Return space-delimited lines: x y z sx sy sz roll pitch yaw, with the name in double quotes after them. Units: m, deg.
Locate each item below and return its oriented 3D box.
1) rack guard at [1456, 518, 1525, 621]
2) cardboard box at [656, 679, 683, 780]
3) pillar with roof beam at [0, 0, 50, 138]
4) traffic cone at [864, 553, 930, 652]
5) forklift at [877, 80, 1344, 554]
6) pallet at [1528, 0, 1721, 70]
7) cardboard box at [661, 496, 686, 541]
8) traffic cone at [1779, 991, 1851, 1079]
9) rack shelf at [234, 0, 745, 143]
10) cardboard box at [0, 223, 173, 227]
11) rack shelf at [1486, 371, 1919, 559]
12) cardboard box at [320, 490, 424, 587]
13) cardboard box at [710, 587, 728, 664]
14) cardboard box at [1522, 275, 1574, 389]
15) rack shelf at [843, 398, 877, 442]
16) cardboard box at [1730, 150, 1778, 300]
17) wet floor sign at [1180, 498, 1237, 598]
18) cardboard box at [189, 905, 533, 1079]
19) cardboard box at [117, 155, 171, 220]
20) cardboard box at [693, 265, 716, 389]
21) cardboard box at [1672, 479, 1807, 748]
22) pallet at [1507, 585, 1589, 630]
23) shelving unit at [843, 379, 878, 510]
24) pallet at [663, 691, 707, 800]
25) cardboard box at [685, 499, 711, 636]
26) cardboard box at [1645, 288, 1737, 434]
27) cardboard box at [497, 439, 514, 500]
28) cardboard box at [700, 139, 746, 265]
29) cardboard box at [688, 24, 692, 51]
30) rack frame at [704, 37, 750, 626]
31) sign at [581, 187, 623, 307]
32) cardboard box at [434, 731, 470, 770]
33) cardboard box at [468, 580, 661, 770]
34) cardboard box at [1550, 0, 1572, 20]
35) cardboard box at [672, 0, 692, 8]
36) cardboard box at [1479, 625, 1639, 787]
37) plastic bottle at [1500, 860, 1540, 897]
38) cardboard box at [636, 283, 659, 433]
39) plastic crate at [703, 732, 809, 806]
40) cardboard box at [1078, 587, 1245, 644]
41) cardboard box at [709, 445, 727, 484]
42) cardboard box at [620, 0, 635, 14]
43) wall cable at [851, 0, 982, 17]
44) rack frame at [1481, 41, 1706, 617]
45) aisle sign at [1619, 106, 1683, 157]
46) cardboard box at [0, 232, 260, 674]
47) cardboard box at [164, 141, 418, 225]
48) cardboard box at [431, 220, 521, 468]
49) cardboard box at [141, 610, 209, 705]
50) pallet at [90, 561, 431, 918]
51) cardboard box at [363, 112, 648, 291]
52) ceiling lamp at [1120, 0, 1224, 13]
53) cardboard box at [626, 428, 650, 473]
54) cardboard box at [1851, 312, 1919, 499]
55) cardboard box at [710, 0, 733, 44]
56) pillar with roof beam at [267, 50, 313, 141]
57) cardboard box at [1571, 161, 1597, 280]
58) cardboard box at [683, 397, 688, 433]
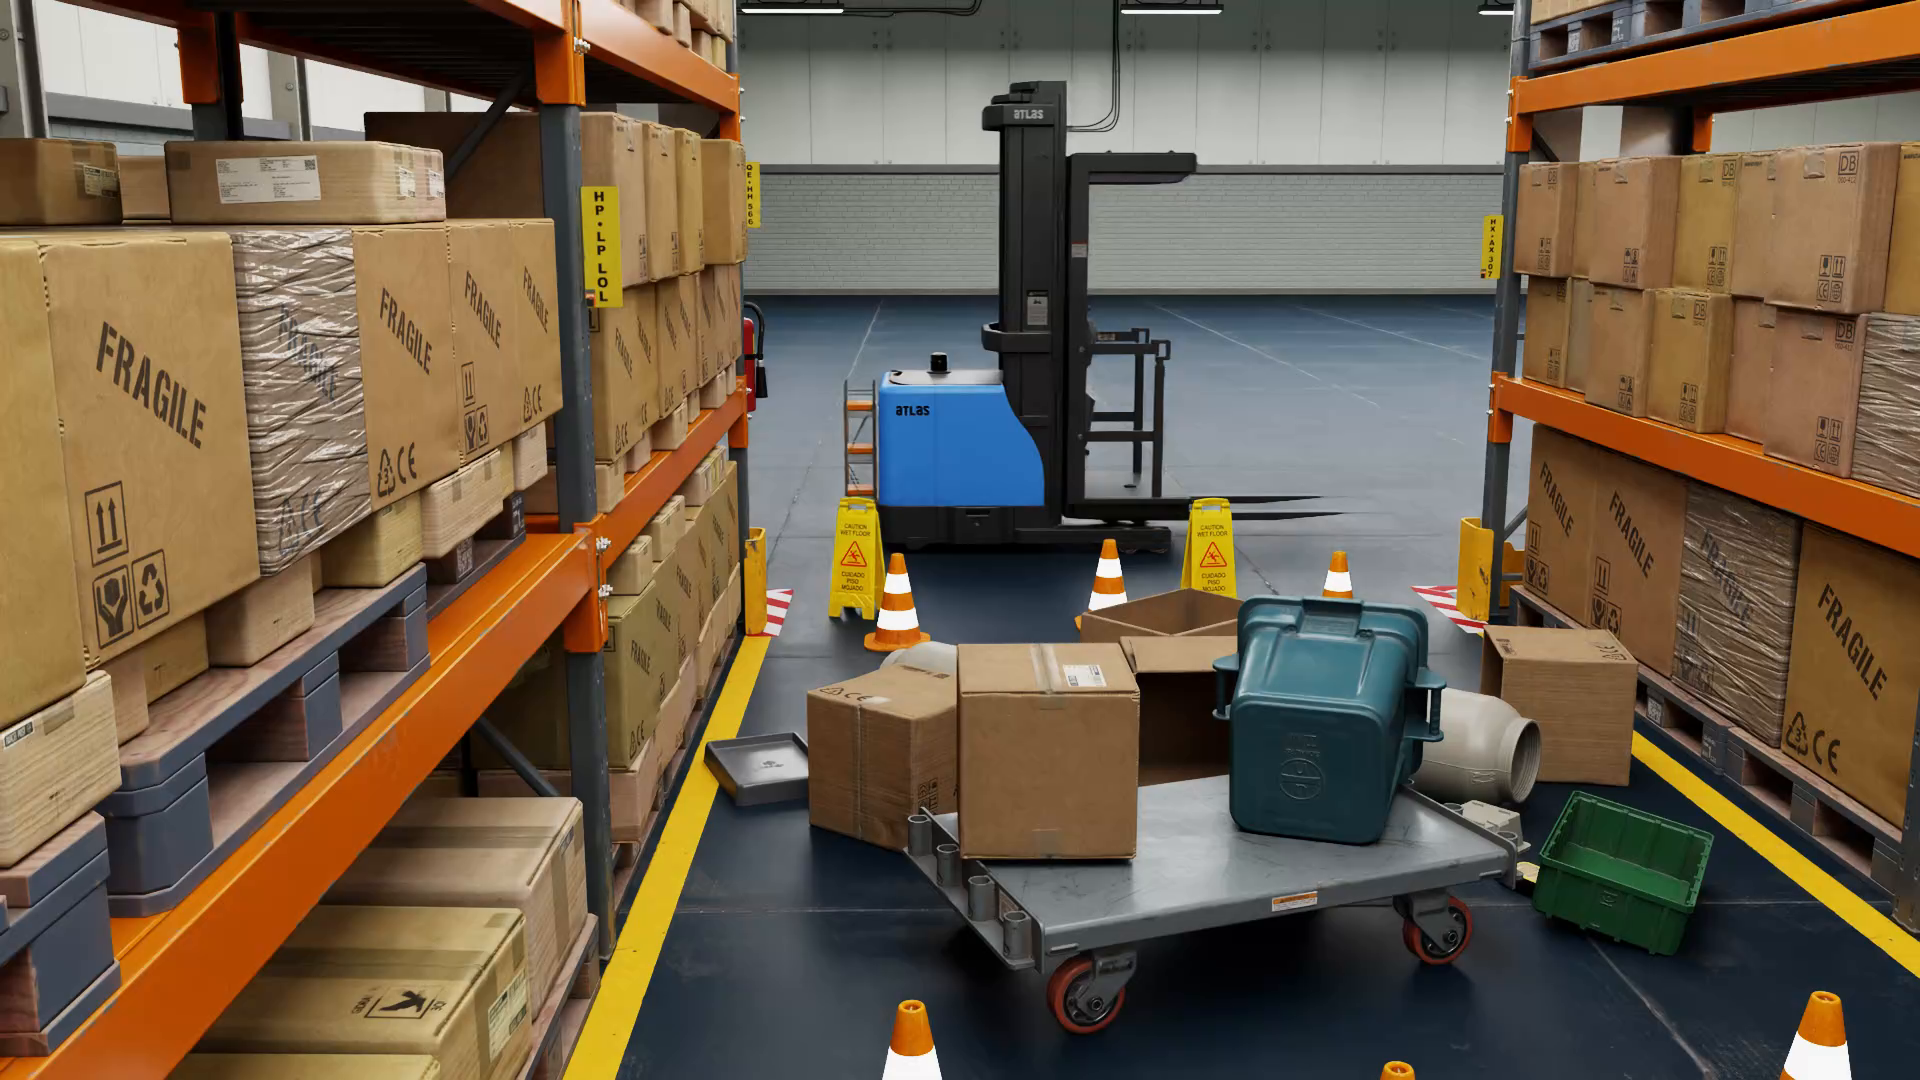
3.329 0.154 9.043 1.175 0.500 0.348 0 11 -1 "rack guard"
-1.299 0.686 5.991 0.500 0.250 0.500 0 11 2 "cardboard box"
-3.287 -5.013 13.137 9.100 9.000 0.400 0 11 -1 "pillar with roof beam"
-0.319 0.297 8.429 0.336 0.463 0.334 0 11 -1 "traffic cone"
0.977 -1.455 10.857 3.031 2.935 1.130 0 11 -1 "forklift"
3.355 -2.346 7.755 1.003 0.211 1.213 0 11 -1 "pallet"
-1.241 -0.074 6.220 0.380 0.149 0.250 0 11 2 "cardboard box"
1.930 1.245 3.760 0.336 0.463 0.334 0 11 -1 "traffic cone"
-1.576 -1.746 6.386 1.077 0.370 4.000 0 11 -1 "rack shelf"
-1.804 -0.339 3.131 0.500 0.500 0.500 0 11 -1 "cardboard box"
3.371 -0.316 6.883 1.077 0.370 4.000 0 11 -1 "rack shelf"
-1.242 -0.010 3.138 0.380 0.149 0.250 0 11 -1 "cardboard box"
-1.329 0.378 7.509 0.500 0.250 0.500 0 11 -1 "cardboard box"
3.382 -1.066 8.394 0.875 0.550 0.550 0 11 -1 "cardboard box"
-0.657 -0.792 10.946 0.215 0.259 0.240 0 11 -2 "rack shelf"
3.438 -1.164 6.160 0.875 0.550 0.550 0 11 -1 "cardboard box"
1.349 0.090 8.994 0.267 0.644 0.232 -2 12 -11 "wet floor sign"
-1.503 1.098 3.654 0.950 0.372 0.625 0 11 2 "cardboard box"
-1.879 -0.854 4.039 0.380 0.149 0.250 0 11 -1 "cardboard box"
-1.318 -0.915 7.025 0.500 0.500 0.500 0 11 -1 "cardboard box"
3.447 0.260 6.522 0.875 0.875 0.875 0 11 -1 "cardboard box"
3.424 0.459 8.267 1.003 0.211 1.213 0 11 -1 "pallet"
-0.657 -0.524 11.000 0.215 1.050 0.252 0 11 -2 "shelving unit"
-1.612 0.759 6.786 1.003 0.211 1.213 0 11 -1 "pallet"
-1.323 0.110 6.944 0.500 0.500 0.500 -1 11 -2 "cardboard box"
3.354 -0.740 6.786 0.875 0.550 0.500 0 11 -1 "cardboard box"
-1.260 -0.160 3.879 0.380 0.149 0.250 -1 11 -3 "cardboard box"
-1.272 -1.409 6.943 0.700 0.500 0.500 0 11 -2 "cardboard box"
-1.330 -2.101 6.958 0.380 0.149 0.250 0 11 -2 "cardboard box"
-1.617 -1.026 8.572 1.000 3.000 0.127 0 11 -1 "rack frame"
-0.980 -0.801 4.552 0.100 0.325 0.005 0 11 -1 "sign"
-1.815 0.427 5.384 0.500 0.500 0.500 0 11 -2 "cardboard box"
-1.277 0.425 5.393 0.500 0.500 0.500 0 11 2 "cardboard box"
3.022 -2.548 7.854 0.380 0.149 0.250 0 11 -1 "cardboard box"
-1.300 -2.164 6.267 0.500 0.250 0.500 0 11 -1 "cardboard box"
2.354 0.648 6.601 0.500 0.500 0.500 2 12 9 "cardboard box"
1.897 1.120 5.384 0.133 0.061 0.283 -7 13 -30 "plastic bottle"
-1.299 -0.614 5.541 0.500 0.500 0.500 0 11 -1 "cardboard box"
-0.747 0.885 6.498 0.402 0.080 0.583 -4 12 -21 "plastic crate"
0.950 0.536 7.151 0.797 0.503 0.637 -10 15 -40 "cardboard box"
-1.265 -0.339 7.527 0.380 0.149 0.250 0 11 0 "cardboard box"
-1.321 -1.845 5.696 0.380 0.149 0.250 -1 11 -3 "cardboard box"
-1.027 -13.564 38.951 3.097 2.526 0.112 0 11 -1 "wall cable"
3.329 -1.066 8.771 1.000 3.000 0.127 0 11 -1 "rack frame"
3.628 -2.356 8.588 0.394 0.787 0.004 0 11 -1 "aisle sign"
-1.266 -0.136 2.128 0.500 0.500 0.500 0 11 0 "cardboard box"
-1.243 -0.667 3.116 0.380 0.149 0.250 -1 11 -4 "cardboard box"
-1.284 -0.442 3.638 0.500 0.500 0.500 0 11 -1 "cardboard box"
-1.318 0.147 2.366 0.380 0.149 0.250 0 11 1 "cardboard box"
-1.534 0.265 2.691 1.003 0.211 1.213 0 11 -1 "pallet"
-1.327 -1.004 4.949 0.700 0.500 0.500 0 11 -2 "cardboard box"
4.130 -11.909 32.445 2.000 3.185 0.800 0 11 -1 "ceiling lamp"
-1.284 -0.324 5.742 0.380 0.149 0.250 0 11 1 "cardboard box"
3.392 -0.418 5.198 0.875 0.550 0.550 0 11 -1 "cardboard box"
-1.337 -2.468 7.763 0.500 0.250 0.500 0 11 -2 "cardboard box"
-3.411 -6.206 19.016 9.100 9.000 0.400 0 11 -1 "pillar with roof beam"
3.402 -1.486 7.748 0.875 0.550 0.550 0 11 -1 "cardboard box"
-1.271 -0.476 6.493 0.380 0.149 0.250 0 11 -1 "cardboard box"
